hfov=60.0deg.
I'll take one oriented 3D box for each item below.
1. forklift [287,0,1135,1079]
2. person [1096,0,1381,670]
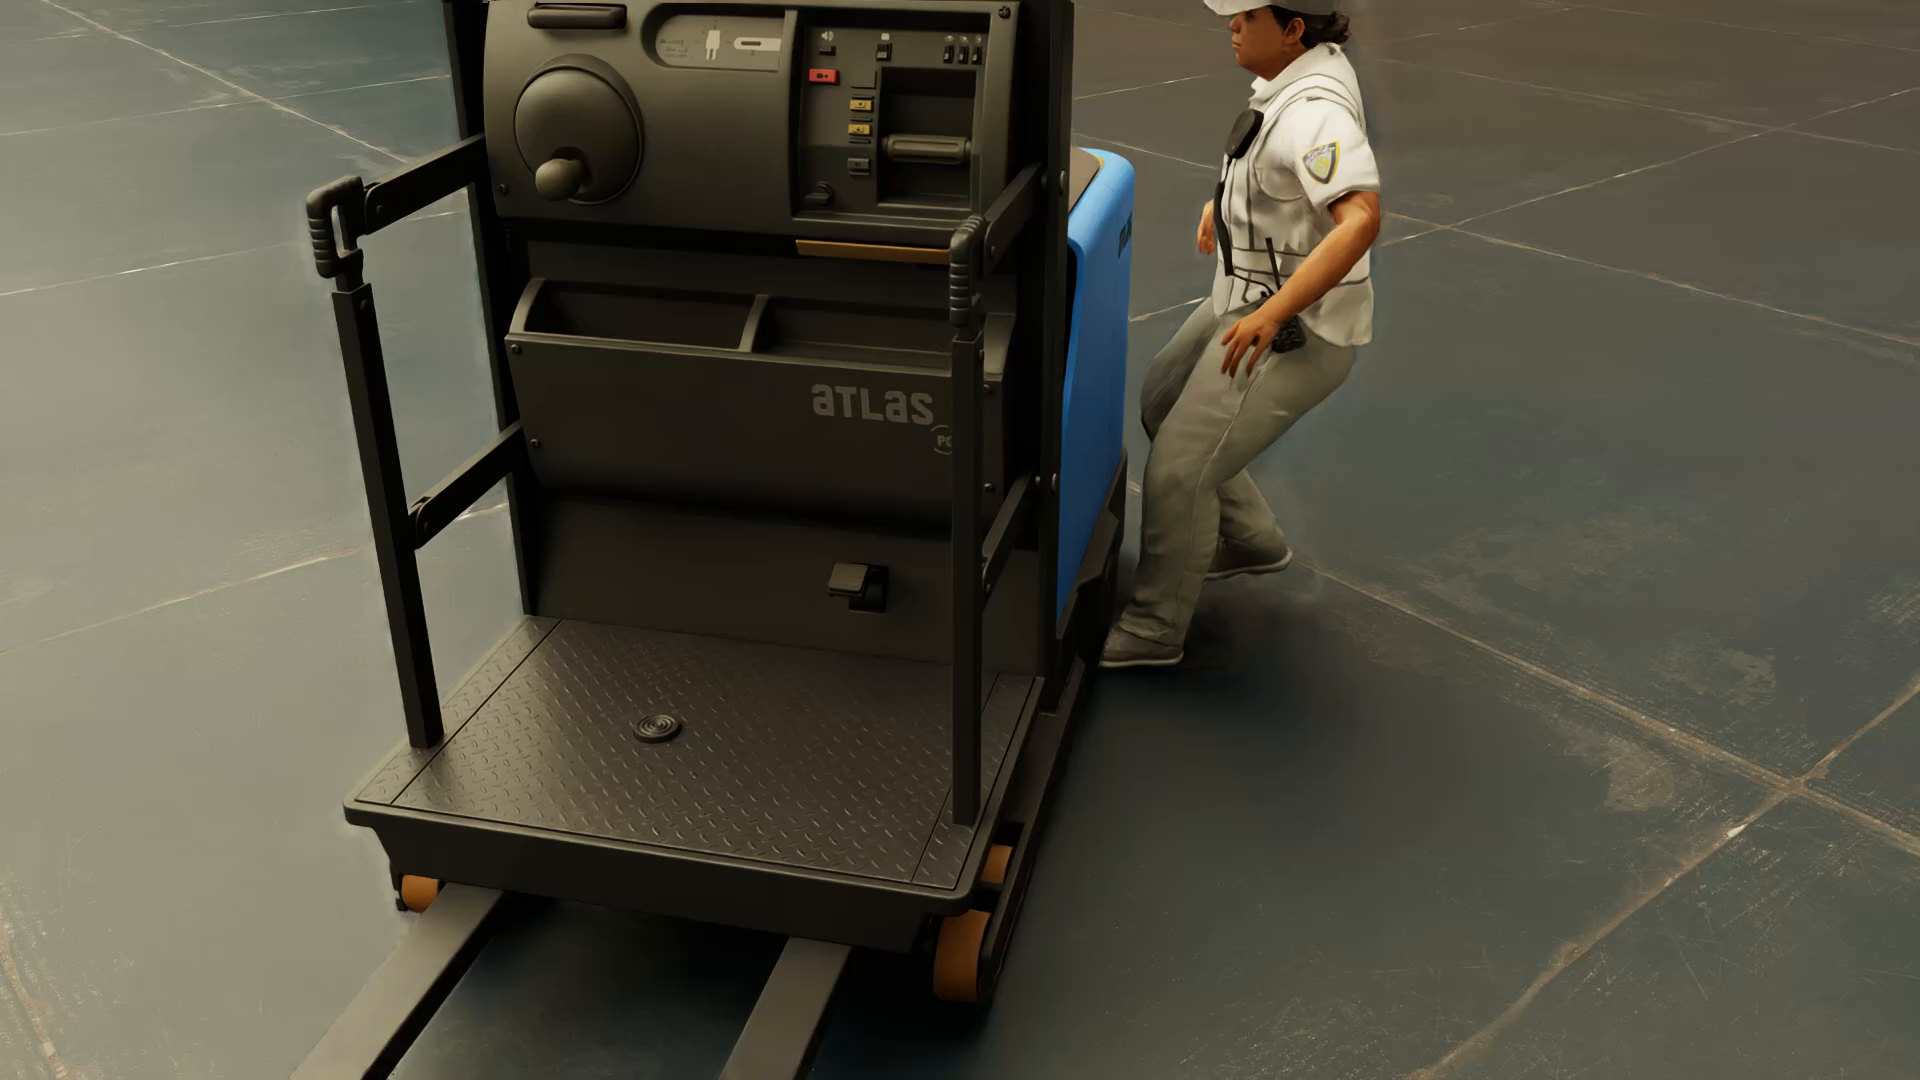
[{"bbox_3d":[-0.410,-0.696,2.607,1.130,2.935,3.031,6,27,12],"label":"forklift"},{"bbox_3d":[0.591,-0.510,3.761,0.665,1.591,0.887,4,27,7],"label":"person"}]
